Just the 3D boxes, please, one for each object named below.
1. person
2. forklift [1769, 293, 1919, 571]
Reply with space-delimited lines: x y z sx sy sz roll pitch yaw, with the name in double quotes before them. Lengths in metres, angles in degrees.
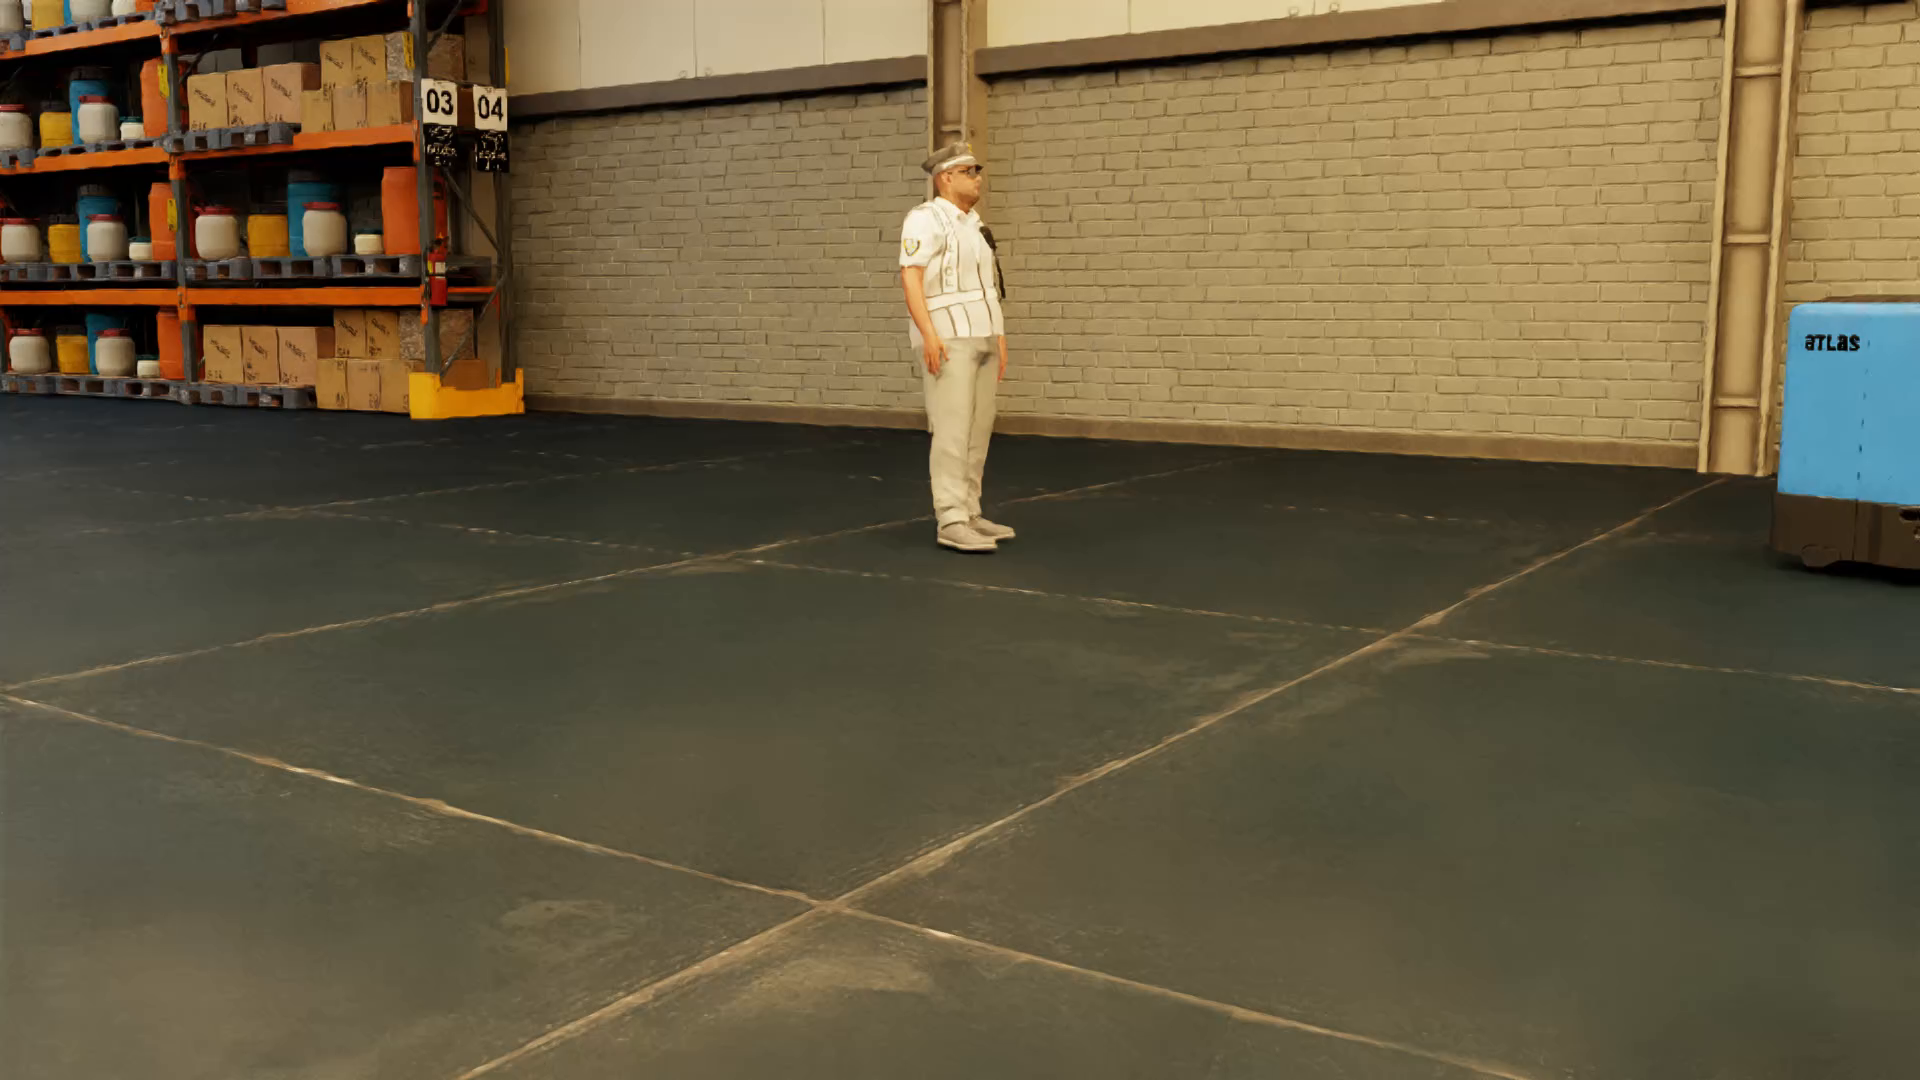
"person" 0.058 -0.883 7.424 0.574 1.781 0.640 5 10 34
"forklift" 4.586 -1.211 5.709 1.130 2.935 3.031 -6 10 -36
